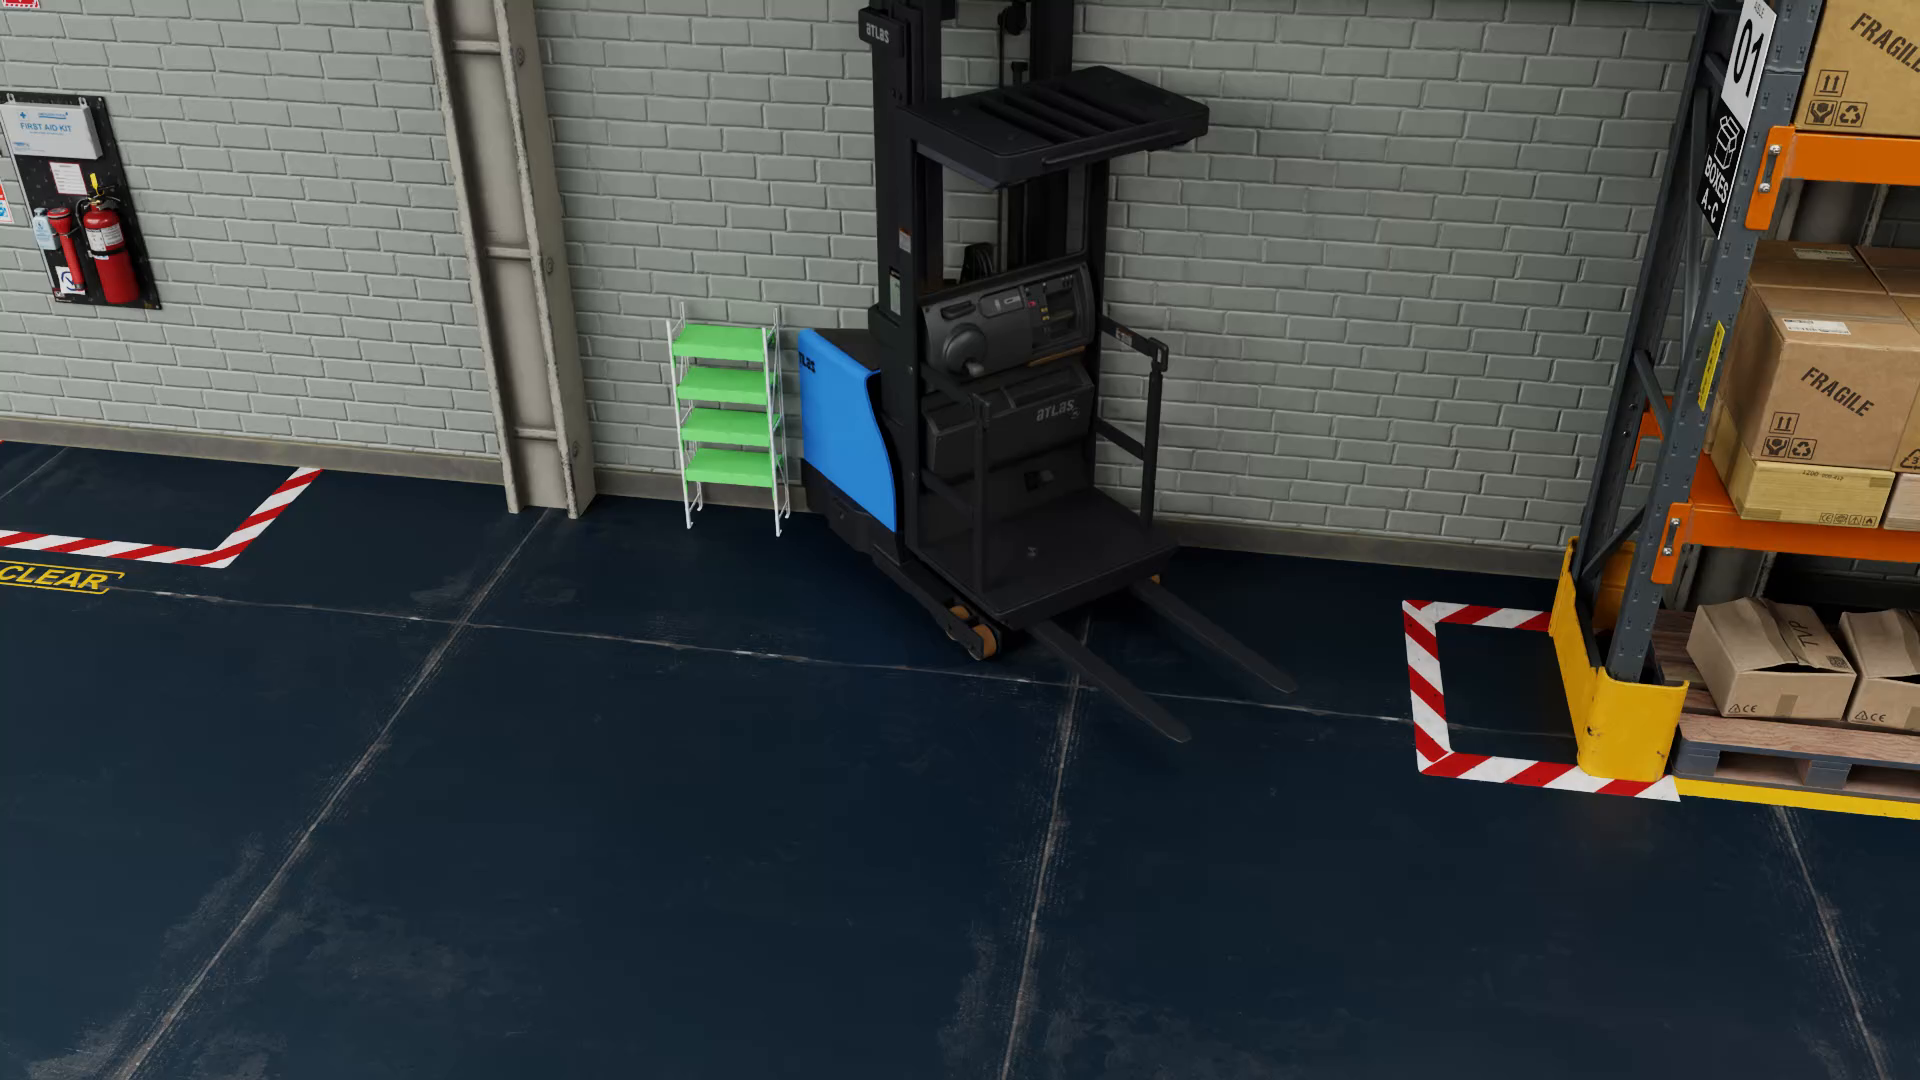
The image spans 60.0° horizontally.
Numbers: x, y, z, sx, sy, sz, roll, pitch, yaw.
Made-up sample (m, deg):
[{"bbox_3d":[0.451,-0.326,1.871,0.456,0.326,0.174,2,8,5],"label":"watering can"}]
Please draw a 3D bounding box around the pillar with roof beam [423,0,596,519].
[{"bbox_3d":[-2.944,-1.775,3.105,0.400,9.000,9.100,5,32,8],"label":"pillar with roof beam"}]

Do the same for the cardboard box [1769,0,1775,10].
[{"bbox_3d":[3.313,-1.976,6.139,0.500,0.500,0.500,7,33,12],"label":"cardboard box"}]

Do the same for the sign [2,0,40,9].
[{"bbox_3d":[-4.641,-2.760,8.147,0.199,0.298,0.001,5,32,8],"label":"sign"}]

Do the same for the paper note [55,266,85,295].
[{"bbox_3d":[-4.812,-1.403,8.994,0.142,0.148,0.016,5,32,8],"label":"paper note"}]

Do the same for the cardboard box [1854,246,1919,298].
[{"bbox_3d":[3.854,-0.840,6.681,0.500,0.500,0.500,6,32,9],"label":"cardboard box"}]

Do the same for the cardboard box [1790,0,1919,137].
[{"bbox_3d":[3.146,-1.720,5.731,0.500,0.500,0.500,6,33,9],"label":"cardboard box"}]

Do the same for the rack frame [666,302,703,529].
[{"bbox_3d":[-1.424,-0.633,8.630,0.015,1.200,0.240,5,32,8],"label":"rack frame"}]

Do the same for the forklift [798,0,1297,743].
[{"bbox_3d":[0.353,-0.966,7.532,1.130,2.935,3.031,-20,37,-28],"label":"forklift"}]

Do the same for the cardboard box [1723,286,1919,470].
[{"bbox_3d":[3.279,-0.621,6.331,0.500,0.500,0.500,5,32,8],"label":"cardboard box"}]

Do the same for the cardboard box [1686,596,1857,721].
[{"bbox_3d":[3.526,0.504,7.238,0.500,0.311,0.500,2,32,3],"label":"cardboard box"}]

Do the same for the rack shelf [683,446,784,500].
[{"bbox_3d":[-1.183,-0.355,8.758,0.480,0.148,0.258,5,32,8],"label":"rack shelf"}]

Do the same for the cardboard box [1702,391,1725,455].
[{"bbox_3d":[3.352,-0.563,6.945,0.500,0.250,0.500,6,32,9],"label":"cardboard box"}]

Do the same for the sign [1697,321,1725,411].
[{"bbox_3d":[2.768,-0.641,6.132,0.005,0.325,0.100,5,32,8],"label":"sign"}]

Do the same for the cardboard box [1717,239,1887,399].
[{"bbox_3d":[3.359,-0.890,6.761,0.500,0.500,0.500,5,32,8],"label":"cardboard box"}]

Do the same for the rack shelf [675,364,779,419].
[{"bbox_3d":[-1.183,-0.761,8.504,0.480,0.148,0.258,5,32,8],"label":"rack shelf"}]

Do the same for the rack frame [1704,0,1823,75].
[{"bbox_3d":[2.859,-3.101,5.223,0.127,3.000,1.000,5,32,8],"label":"rack frame"}]

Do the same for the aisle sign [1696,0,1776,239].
[{"bbox_3d":[2.738,-1.510,5.885,0.004,0.787,0.394,5,32,8],"label":"aisle sign"}]

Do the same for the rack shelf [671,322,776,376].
[{"bbox_3d":[-1.183,-0.965,8.376,0.480,0.148,0.258,5,32,8],"label":"rack shelf"}]

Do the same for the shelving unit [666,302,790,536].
[{"bbox_3d":[-1.183,-0.612,8.597,0.503,1.200,0.258,5,32,8],"label":"shelving unit"}]

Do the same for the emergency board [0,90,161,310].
[{"bbox_3d":[-4.650,-1.724,8.678,0.643,1.169,0.194,5,32,8],"label":"emergency board"}]

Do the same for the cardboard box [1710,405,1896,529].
[{"bbox_3d":[3.287,-0.294,6.514,0.500,0.250,0.500,4,32,7],"label":"cardboard box"}]

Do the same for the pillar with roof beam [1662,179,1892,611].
[{"bbox_3d":[2.970,-1.240,2.249,0.400,9.000,9.100,5,32,8],"label":"pillar with roof beam"}]

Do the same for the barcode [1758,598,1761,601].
[{"bbox_3d":[3.611,0.292,7.567,0.075,0.075,0.001,5,32,8],"label":"barcode"}]

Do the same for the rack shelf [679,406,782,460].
[{"bbox_3d":[-1.183,-0.558,8.631,0.480,0.148,0.258,5,32,8],"label":"rack shelf"}]

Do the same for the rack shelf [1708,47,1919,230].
[{"bbox_3d":[4.830,-1.346,5.925,4.000,0.370,1.077,5,32,8],"label":"rack shelf"}]

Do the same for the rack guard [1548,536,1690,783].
[{"bbox_3d":[2.934,0.508,7.467,0.348,0.500,1.175,5,32,8],"label":"rack guard"}]

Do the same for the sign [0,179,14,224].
[{"bbox_3d":[-5.177,-1.843,8.833,0.234,0.329,0.001,5,32,8],"label":"sign"}]

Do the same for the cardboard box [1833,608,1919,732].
[{"bbox_3d":[4.088,0.555,7.156,0.500,0.311,0.500,8,33,12],"label":"cardboard box"}]

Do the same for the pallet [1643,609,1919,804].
[{"bbox_3d":[3.729,0.721,7.398,1.213,0.211,1.003,5,32,8],"label":"pallet"}]

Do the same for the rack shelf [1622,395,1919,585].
[{"bbox_3d":[4.830,-0.075,6.720,4.000,0.370,1.077,5,32,8],"label":"rack shelf"}]

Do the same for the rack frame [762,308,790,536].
[{"bbox_3d":[-0.942,-0.592,8.564,0.015,1.200,0.240,5,32,8],"label":"rack frame"}]

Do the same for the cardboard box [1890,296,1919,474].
[{"bbox_3d":[3.764,-0.572,6.252,0.500,0.500,0.500,5,32,8],"label":"cardboard box"}]

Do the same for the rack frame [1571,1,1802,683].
[{"bbox_3d":[2.859,-0.558,6.815,0.127,3.000,1.000,5,32,8],"label":"rack frame"}]

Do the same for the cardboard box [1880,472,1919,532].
[{"bbox_3d":[3.801,-0.255,6.452,0.500,0.250,0.500,4,32,7],"label":"cardboard box"}]
